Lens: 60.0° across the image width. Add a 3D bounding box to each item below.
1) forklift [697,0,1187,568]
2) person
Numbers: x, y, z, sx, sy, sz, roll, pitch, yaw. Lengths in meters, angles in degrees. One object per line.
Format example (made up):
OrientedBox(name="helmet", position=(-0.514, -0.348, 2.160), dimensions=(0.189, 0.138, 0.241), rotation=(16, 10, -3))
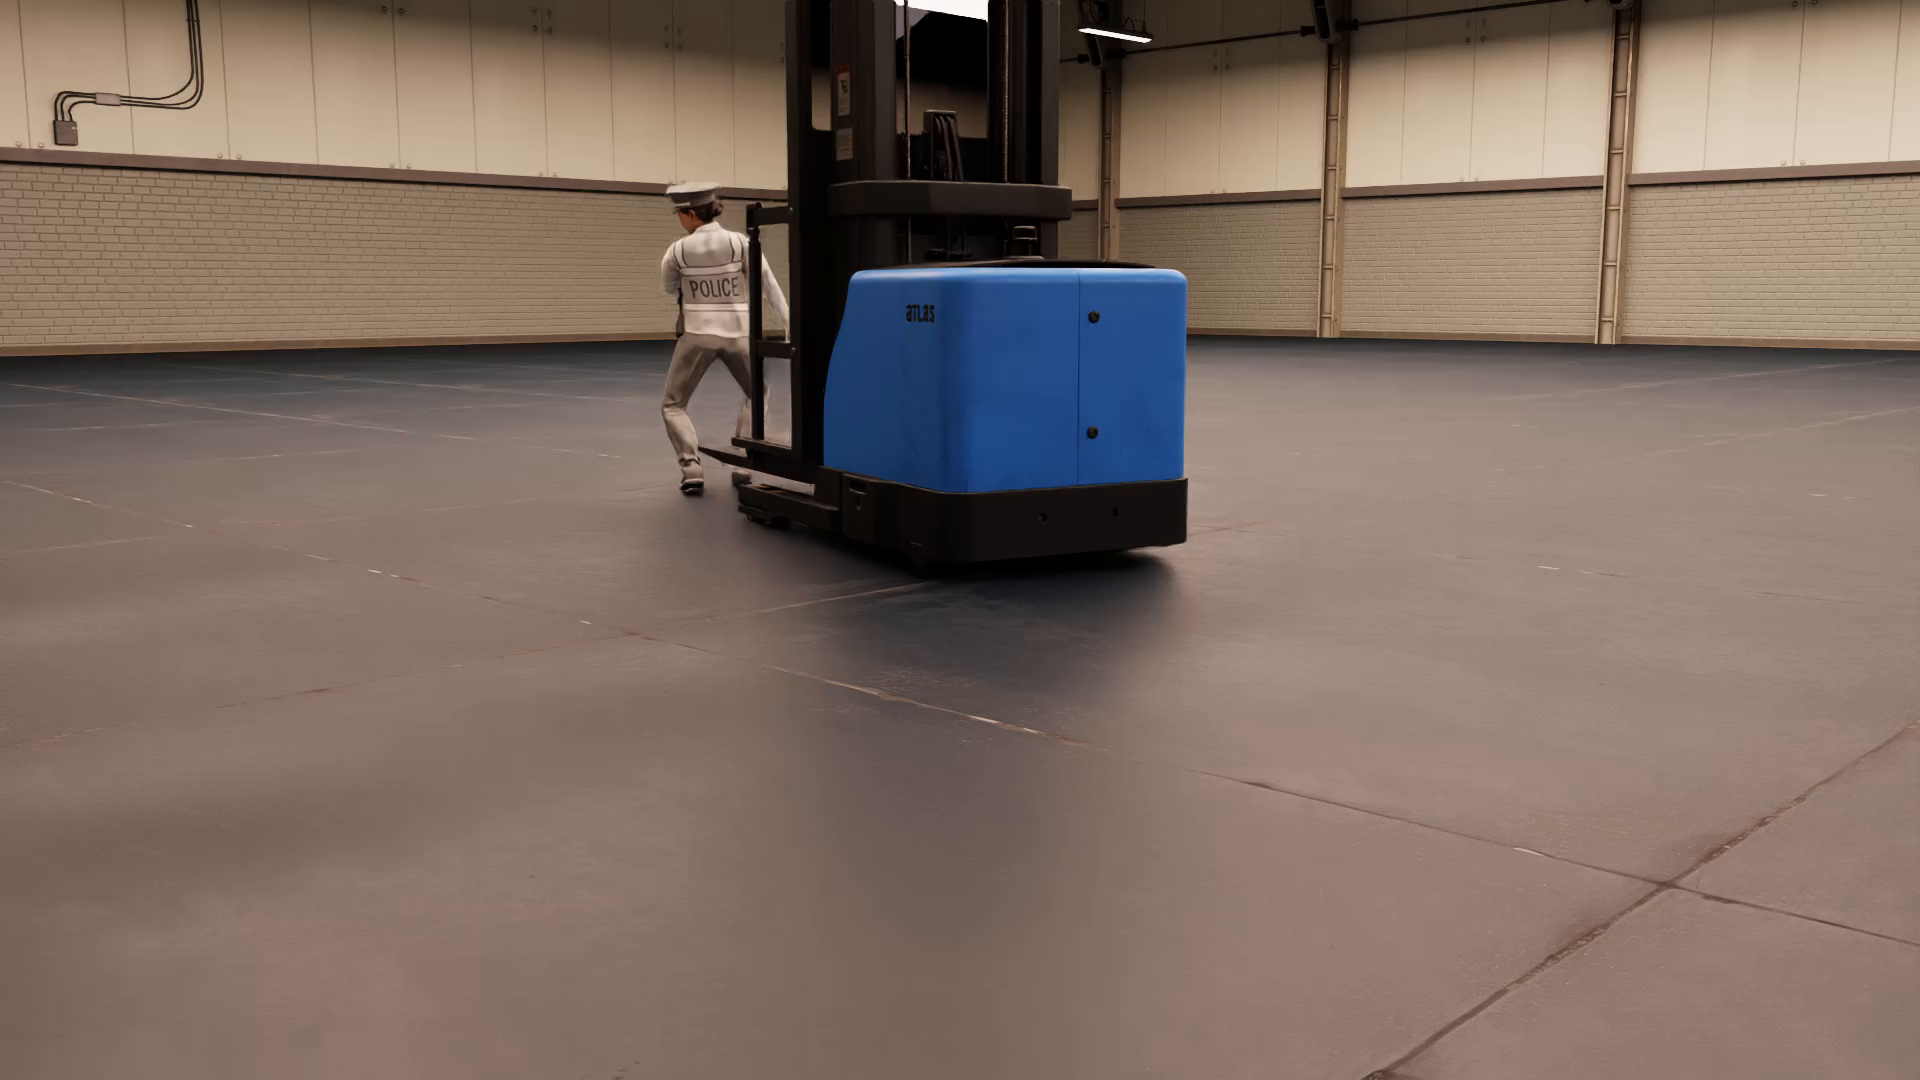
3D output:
OrientedBox(name="forklift", position=(-0.311, -1.529, 7.026), dimensions=(1.130, 2.935, 3.031), rotation=(-5, 10, -29))
OrientedBox(name="person", position=(-1.184, -1.008, 8.498), dimensions=(0.725, 1.593, 0.783), rotation=(-3, 9, -21))
